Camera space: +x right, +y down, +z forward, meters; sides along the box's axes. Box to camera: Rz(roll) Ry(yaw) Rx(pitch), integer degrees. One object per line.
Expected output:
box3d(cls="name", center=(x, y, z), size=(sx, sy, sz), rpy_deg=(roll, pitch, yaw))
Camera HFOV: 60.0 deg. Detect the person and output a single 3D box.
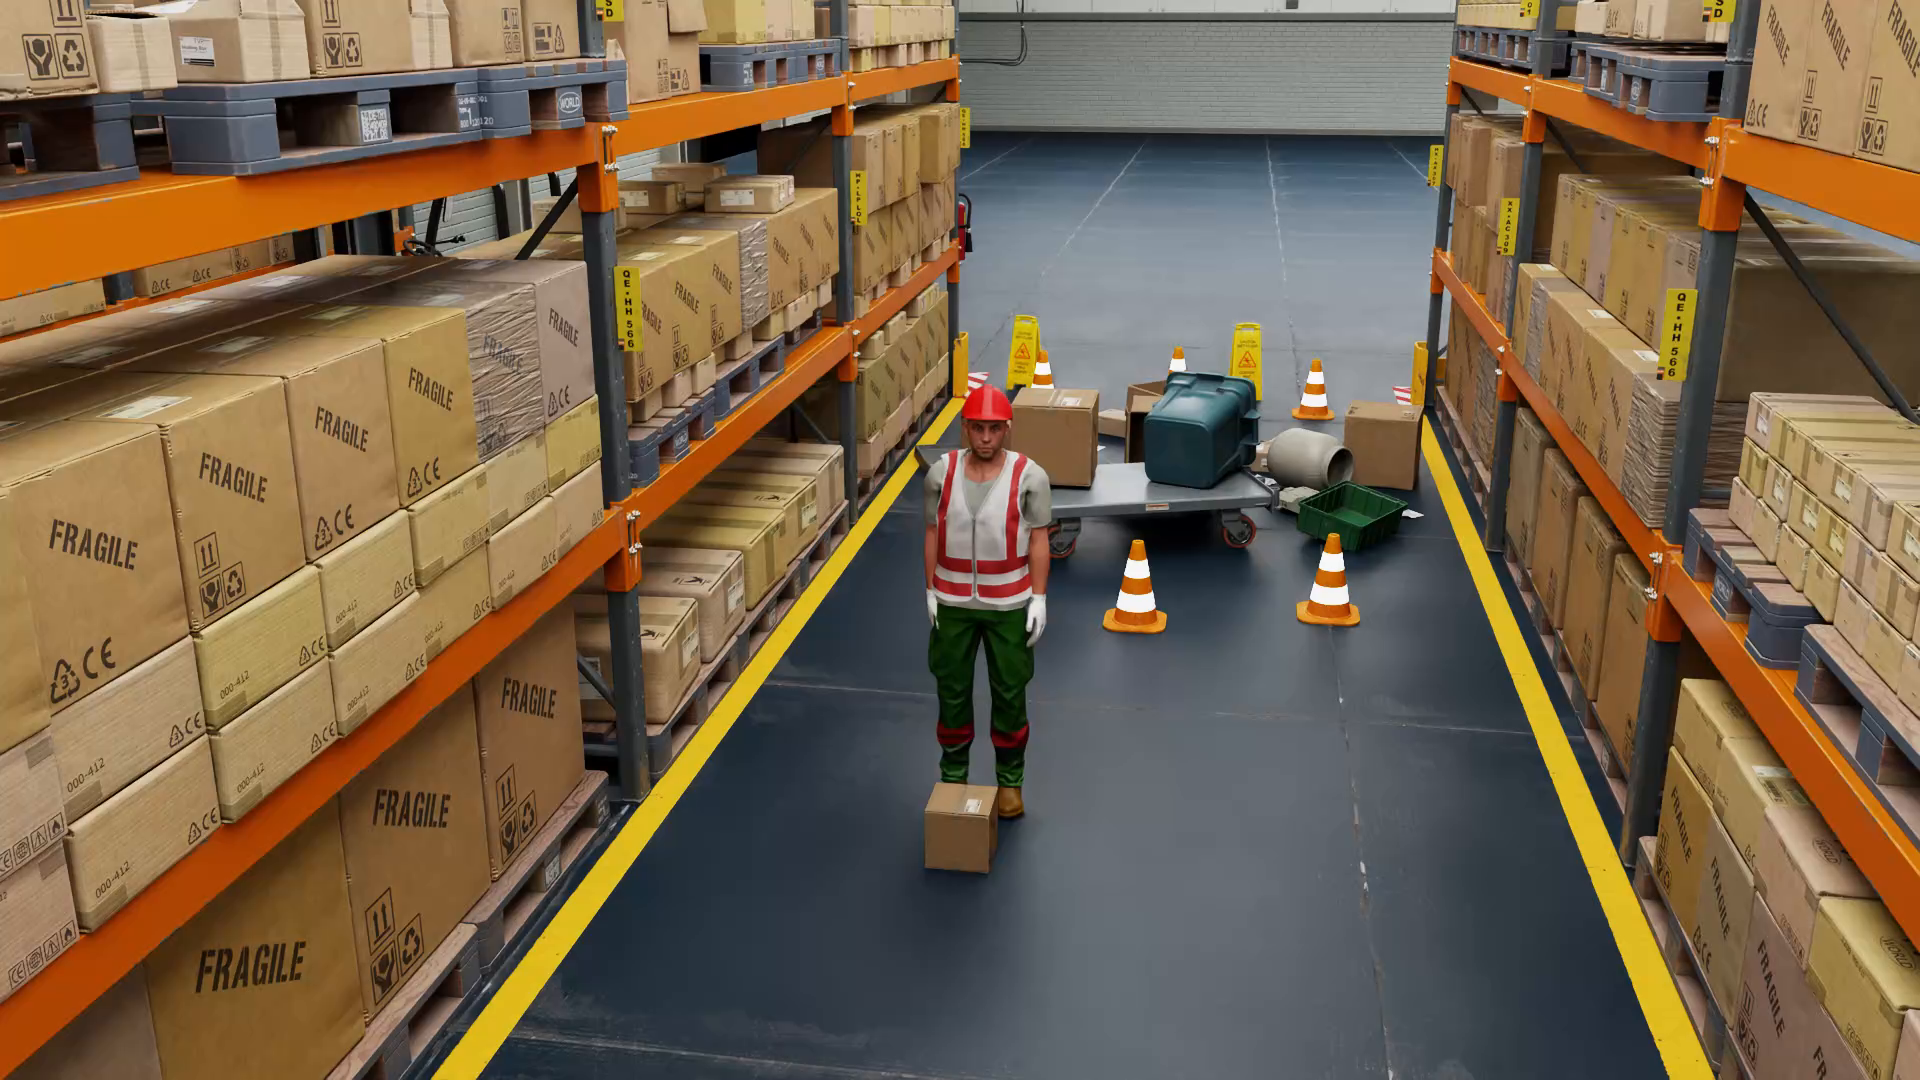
box3d(cls="person", center=(0.100, 0.251, 6.731), size=(0.525, 1.786, 0.339), rpy_deg=(3, 18, 10))
